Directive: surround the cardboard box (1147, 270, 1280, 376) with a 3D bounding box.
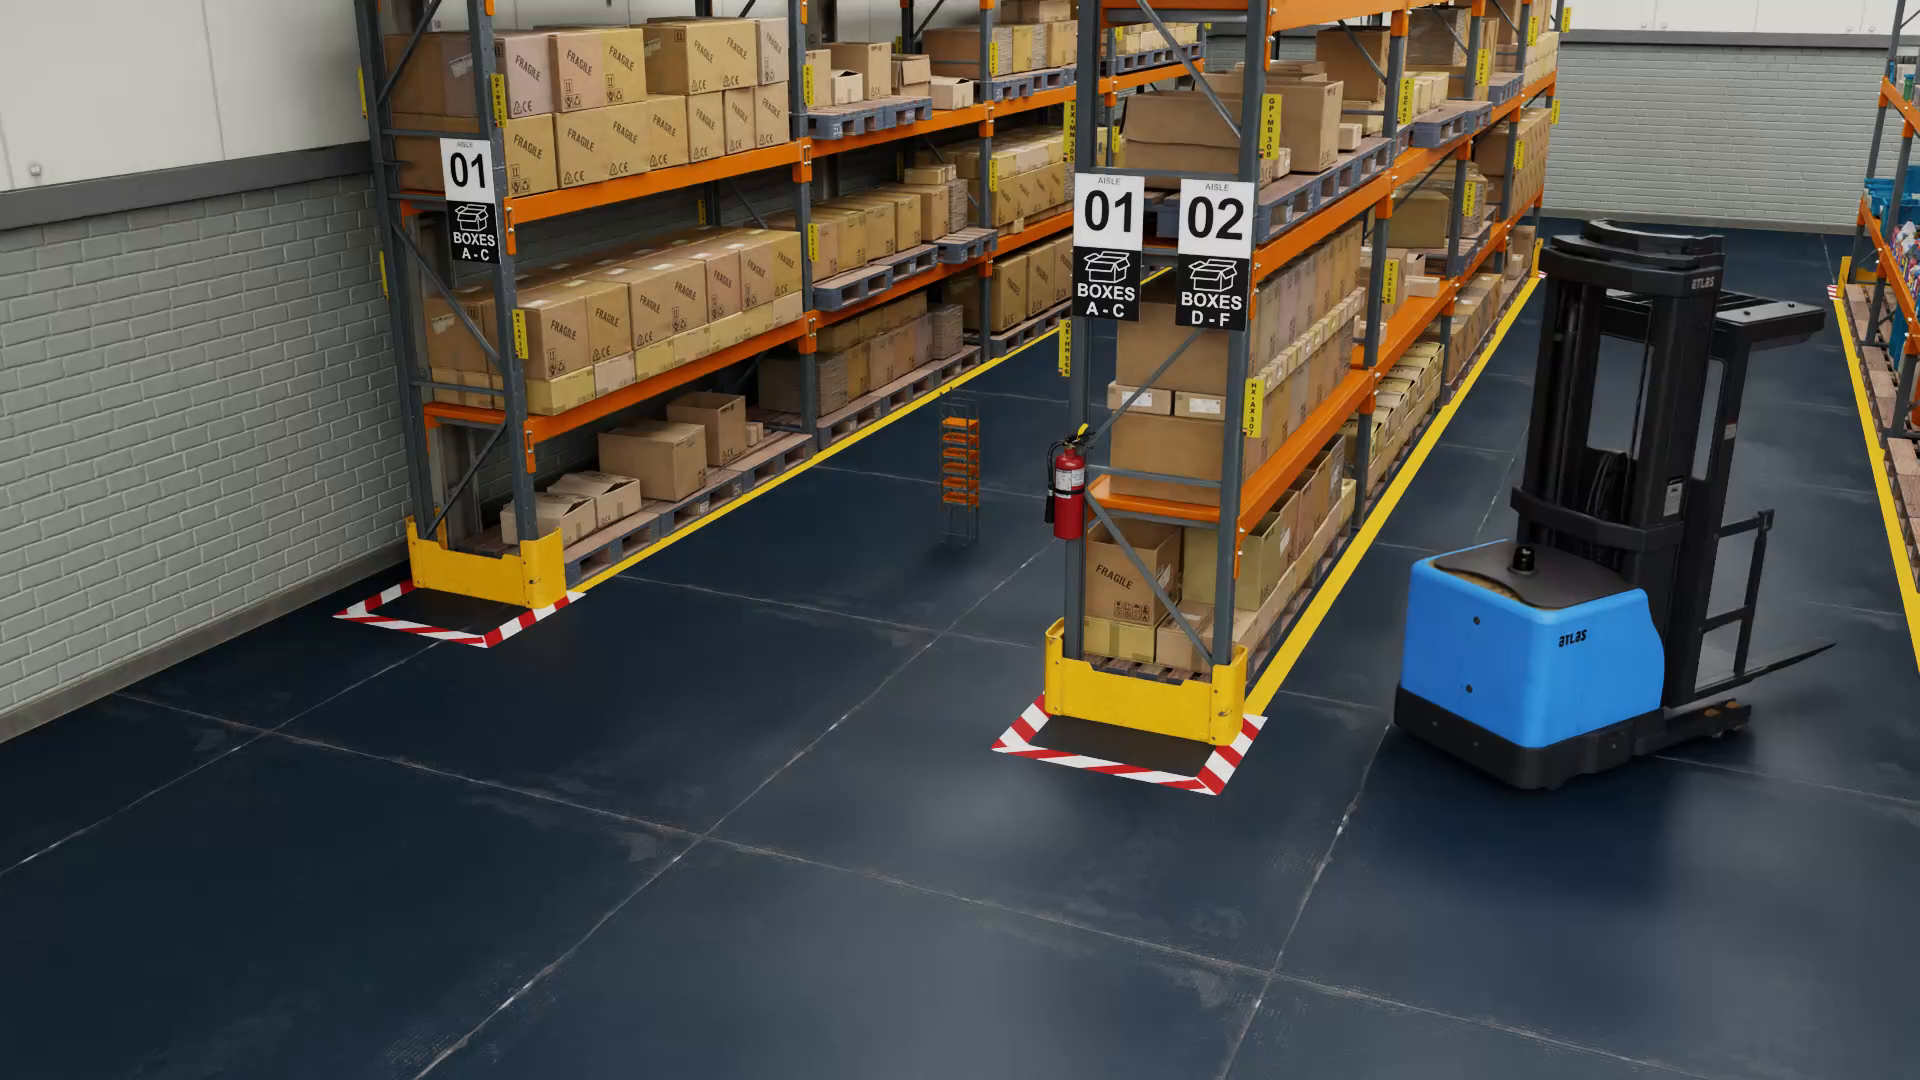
[{"bbox_3d":[1.537,-1.332,10.151,0.700,0.500,0.500,8,21,21],"label":"cardboard box"}]

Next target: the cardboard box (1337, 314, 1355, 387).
[{"bbox_3d":[2.564,-1.488,12.527,0.700,0.500,0.500,8,21,21],"label":"cardboard box"}]

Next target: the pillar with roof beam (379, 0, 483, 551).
[{"bbox_3d":[0.006,-3.602,9.667,9.100,9.000,0.400,9,21,23],"label":"pillar with roof beam"}]

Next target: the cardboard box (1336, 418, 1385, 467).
[{"bbox_3d":[3.137,-0.836,13.483,0.500,0.311,0.500,9,21,23],"label":"cardboard box"}]

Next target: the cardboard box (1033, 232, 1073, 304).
[{"bbox_3d":[0.986,-3.398,20.628,0.750,0.750,0.750,9,22,24],"label":"cardboard box"}]

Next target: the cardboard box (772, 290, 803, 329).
[{"bbox_3d":[-1.698,-2.008,14.333,0.500,0.250,0.500,9,21,23],"label":"cardboard box"}]

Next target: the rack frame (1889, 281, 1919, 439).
[{"bbox_3d":[8.896,-2.119,14.452,1.000,3.000,0.127,9,21,23],"label":"rack frame"}]

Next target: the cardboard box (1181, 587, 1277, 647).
[{"bbox_3d":[1.726,0.456,10.686,0.500,0.250,0.500,9,21,23],"label":"cardboard box"}]

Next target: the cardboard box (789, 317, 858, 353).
[{"bbox_3d":[-1.317,-2.001,16.074,0.500,0.250,0.500,8,21,22],"label":"cardboard box"}]

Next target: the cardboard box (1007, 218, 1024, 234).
[{"bbox_3d":[0.501,-3.584,18.915,0.380,0.149,0.250,9,22,24],"label":"cardboard box"}]

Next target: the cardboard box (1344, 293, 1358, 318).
[{"bbox_3d":[2.721,-1.742,12.274,0.380,0.149,0.250,8,21,22],"label":"cardboard box"}]

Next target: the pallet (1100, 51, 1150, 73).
[{"bbox_3d":[1.840,-6.322,21.924,1.003,0.211,1.213,9,21,23],"label":"pallet"}]

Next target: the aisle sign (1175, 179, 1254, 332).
[{"bbox_3d":[1.355,-1.517,8.879,0.394,0.787,0.004,9,21,23],"label":"aisle sign"}]

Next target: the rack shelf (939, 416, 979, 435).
[{"bbox_3d":[-0.006,-0.858,12.650,0.258,0.103,0.180,9,21,23],"label":"rack shelf"}]

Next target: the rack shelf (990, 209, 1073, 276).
[{"bbox_3d":[0.676,-3.751,20.114,1.077,0.370,4.000,9,21,23],"label":"rack shelf"}]

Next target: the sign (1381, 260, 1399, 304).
[{"bbox_3d":[3.247,-1.947,12.557,0.100,0.325,0.005,9,21,23],"label":"sign"}]

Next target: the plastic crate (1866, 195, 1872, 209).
[{"bbox_3d":[11.286,-4.145,20.450,0.250,0.136,0.298,9,21,23],"label":"plastic crate"}]

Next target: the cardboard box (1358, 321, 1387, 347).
[{"bbox_3d":[3.290,-1.702,13.653,0.380,0.149,0.250,9,21,23],"label":"cardboard box"}]

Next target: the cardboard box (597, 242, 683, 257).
[{"bbox_3d":[-2.588,-2.124,13.539,0.500,0.500,0.500,9,22,24],"label":"cardboard box"}]

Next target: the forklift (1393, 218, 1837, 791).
[{"bbox_3d":[4.070,-0.365,9.621,3.031,2.935,1.130,-11,23,-29],"label":"forklift"}]

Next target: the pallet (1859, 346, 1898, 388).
[{"bbox_3d":[10.180,-1.798,17.710,1.003,0.211,1.213,9,21,23],"label":"pallet"}]

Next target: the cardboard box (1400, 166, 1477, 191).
[{"bbox_3d":[5.394,-3.935,18.781,0.700,0.500,0.500,12,23,31],"label":"cardboard box"}]

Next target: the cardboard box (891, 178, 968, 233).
[{"bbox_3d":[-0.326,-3.588,17.776,0.700,0.500,0.500,6,20,16],"label":"cardboard box"}]

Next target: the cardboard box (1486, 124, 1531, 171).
[{"bbox_3d":[6.677,-4.804,20.360,0.500,0.500,0.500,8,21,21],"label":"cardboard box"}]

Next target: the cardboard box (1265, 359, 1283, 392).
[{"bbox_3d":[1.774,-1.032,10.276,0.380,0.149,0.250,8,21,22],"label":"cardboard box"}]

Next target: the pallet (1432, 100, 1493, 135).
[{"bbox_3d":[4.182,-3.905,15.277,1.213,0.211,1.003,10,22,25],"label":"pallet"}]

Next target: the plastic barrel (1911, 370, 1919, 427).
[{"bbox_3d":[9.080,-1.447,15.172,0.600,0.830,0.708,9,21,23],"label":"plastic barrel"}]

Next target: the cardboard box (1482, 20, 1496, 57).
[{"bbox_3d":[5.490,-5.377,18.210,0.600,0.600,0.600,8,21,22],"label":"cardboard box"}]

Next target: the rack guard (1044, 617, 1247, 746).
[{"bbox_3d":[1.092,0.830,9.888,1.175,0.500,0.348,9,21,23],"label":"rack guard"}]

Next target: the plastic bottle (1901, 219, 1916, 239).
[{"bbox_3d":[10.077,-3.243,17.686,0.144,0.351,0.185,9,21,23],"label":"plastic bottle"}]

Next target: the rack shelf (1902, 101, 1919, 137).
[{"bbox_3d":[9.715,-3.805,15.789,1.077,0.370,4.000,9,21,23],"label":"rack shelf"}]

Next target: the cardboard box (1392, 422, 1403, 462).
[{"bbox_3d":[3.552,-0.884,14.454,0.500,0.250,0.500,8,21,21],"label":"cardboard box"}]

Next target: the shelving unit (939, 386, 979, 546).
[{"bbox_3d":[-0.006,-0.561,12.755,0.258,1.200,0.189,9,21,23],"label":"shelving unit"}]

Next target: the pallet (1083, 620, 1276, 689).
[{"bbox_3d":[1.377,0.720,10.630,1.003,0.211,1.213,9,21,23],"label":"pallet"}]

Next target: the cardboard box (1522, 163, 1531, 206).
[{"bbox_3d":[6.887,-4.498,20.991,0.500,0.500,0.500,8,21,22],"label":"cardboard box"}]

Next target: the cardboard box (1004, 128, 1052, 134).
[{"bbox_3d":[0.861,-4.986,20.770,0.500,0.250,0.500,9,21,23],"label":"cardboard box"}]

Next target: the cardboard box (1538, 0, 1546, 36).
[{"bbox_3d":[7.070,-6.709,21.240,0.700,0.500,0.500,9,21,23],"label":"cardboard box"}]

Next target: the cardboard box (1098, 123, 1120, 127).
[{"bbox_3d":[2.325,-5.453,23.377,0.980,0.700,0.700,7,21,20],"label":"cardboard box"}]

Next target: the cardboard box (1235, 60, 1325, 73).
[{"bbox_3d":[2.293,-3.184,11.983,0.500,0.500,0.500,10,22,27],"label":"cardboard box"}]

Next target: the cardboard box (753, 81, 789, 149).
[{"bbox_3d":[-1.763,-3.537,13.781,0.500,0.500,0.500,9,22,24],"label":"cardboard box"}]

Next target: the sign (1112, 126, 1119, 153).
[{"bbox_3d":[1.994,-5.138,21.331,0.100,0.325,0.005,9,21,23],"label":"sign"}]

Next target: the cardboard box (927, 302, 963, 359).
[{"bbox_3d":[-0.390,-2.281,17.980,0.700,0.500,0.500,9,21,23],"label":"cardboard box"}]

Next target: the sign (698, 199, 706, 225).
[{"bbox_3d":[-2.288,-2.877,14.853,0.100,0.325,0.005,9,21,23],"label":"sign"}]

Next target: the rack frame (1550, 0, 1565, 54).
[{"bbox_3d":[7.654,-8.072,22.237,1.000,3.000,0.127,9,21,23],"label":"rack frame"}]

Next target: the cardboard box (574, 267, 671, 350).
[{"bbox_3d":[-2.520,-1.737,12.451,0.500,0.500,0.500,8,21,21],"label":"cardboard box"}]

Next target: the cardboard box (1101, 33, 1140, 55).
[{"bbox_3d":[2.019,-6.464,21.640,0.500,0.250,0.500,8,21,23],"label":"cardboard box"}]

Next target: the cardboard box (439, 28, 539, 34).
[{"bbox_3d":[-3.267,-3.310,11.652,0.500,0.500,0.500,10,22,26],"label":"cardboard box"}]

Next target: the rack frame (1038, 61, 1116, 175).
[{"bbox_3d":[1.495,-4.702,21.712,1.000,3.000,0.127,9,21,23],"label":"rack frame"}]

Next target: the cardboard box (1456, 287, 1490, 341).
[{"bbox_3d":[5.660,-2.559,18.762,0.500,0.500,0.500,9,21,23],"label":"cardboard box"}]

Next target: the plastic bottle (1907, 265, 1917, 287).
[{"bbox_3d":[9.110,-2.520,15.874,0.097,0.201,0.097,0,20,0],"label":"plastic bottle"}]

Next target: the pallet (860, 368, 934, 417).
[{"bbox_3d":[-0.965,-1.555,17.025,1.003,0.211,1.213,9,21,23],"label":"pallet"}]

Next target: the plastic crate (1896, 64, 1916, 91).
[{"bbox_3d":[10.982,-5.287,19.059,0.437,0.282,0.530,9,21,23],"label":"plastic crate"}]

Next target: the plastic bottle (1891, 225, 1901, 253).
[{"bbox_3d":[9.940,-3.193,17.644,0.061,0.283,0.133,9,21,23],"label":"plastic bottle"}]

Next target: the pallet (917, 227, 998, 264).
[{"bbox_3d":[-0.337,-3.156,17.653,1.213,0.211,1.003,9,21,23],"label":"pallet"}]

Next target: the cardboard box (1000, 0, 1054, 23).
[{"bbox_3d":[0.803,-6.301,19.808,0.500,0.250,0.500,8,21,21],"label":"cardboard box"}]

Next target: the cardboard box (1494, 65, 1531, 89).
[{"bbox_3d":[6.441,-5.480,19.649,0.500,0.250,0.500,9,21,23],"label":"cardboard box"}]
